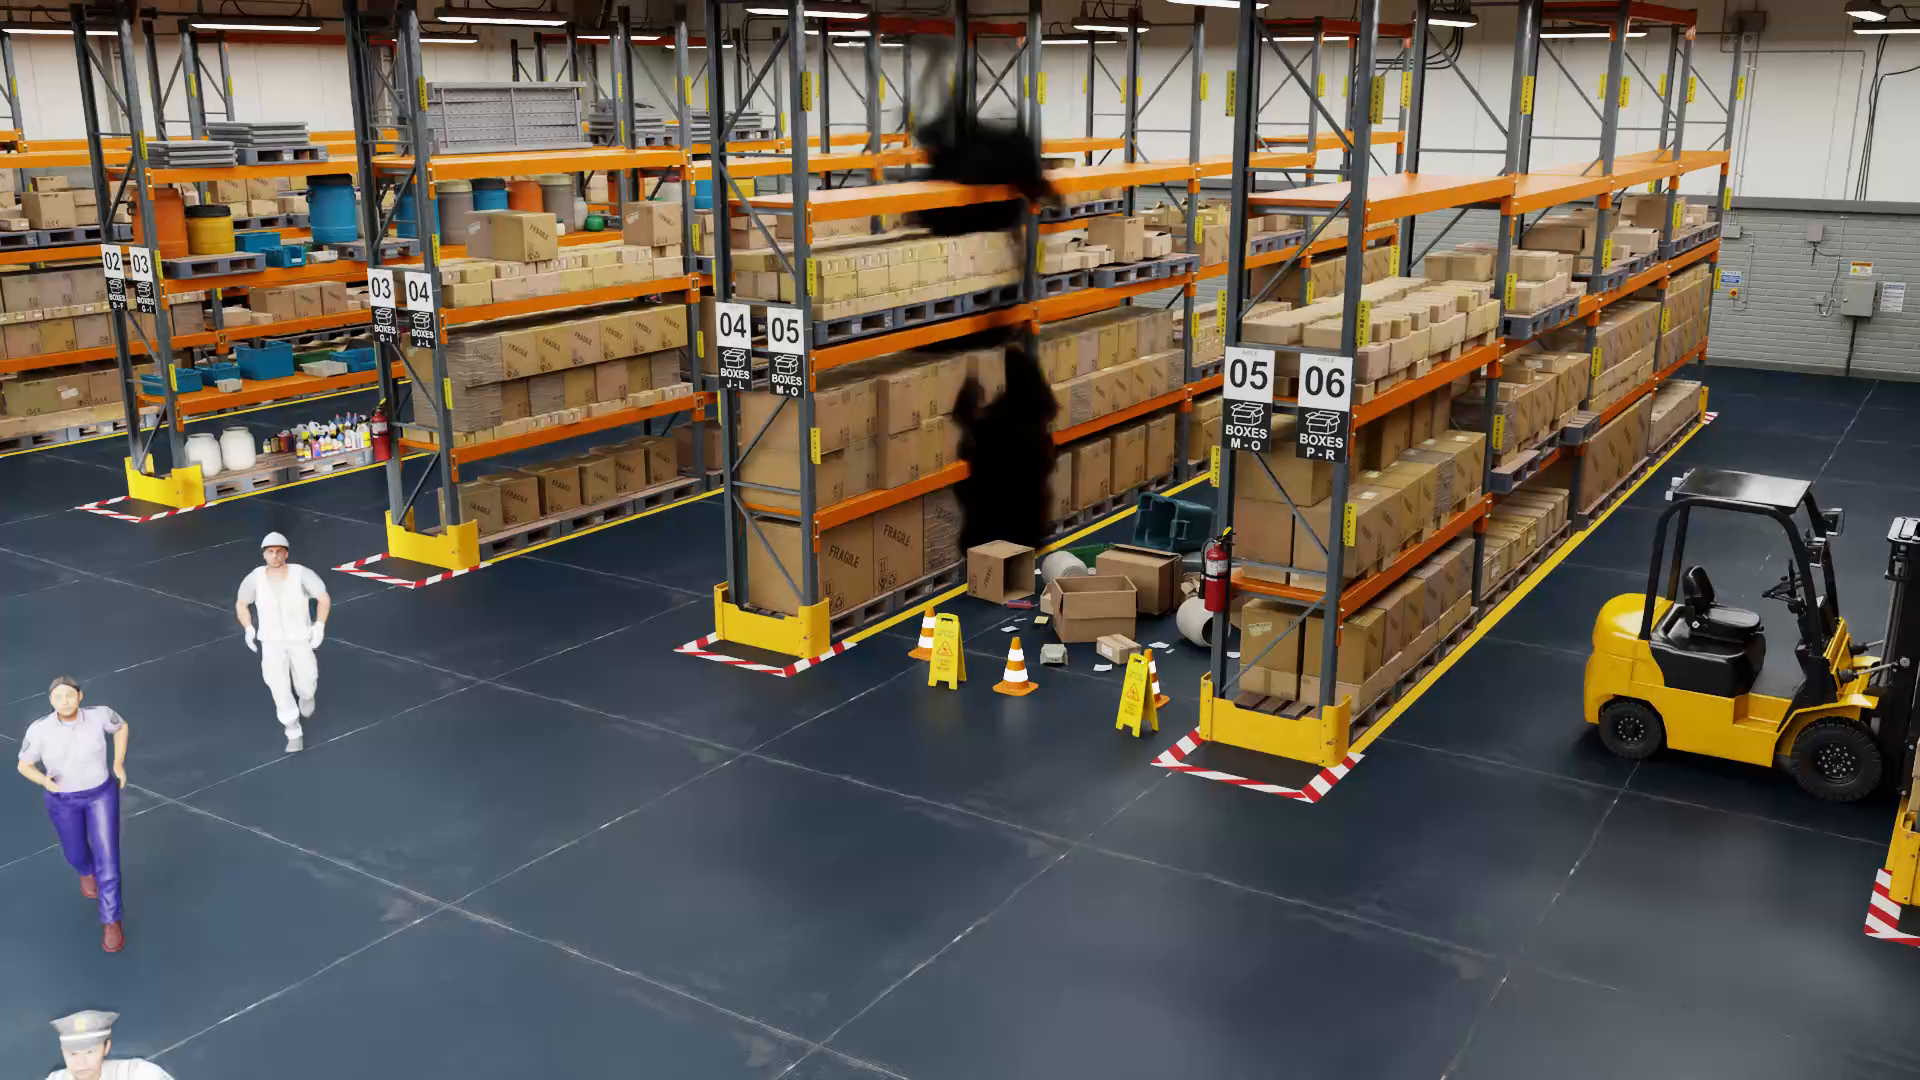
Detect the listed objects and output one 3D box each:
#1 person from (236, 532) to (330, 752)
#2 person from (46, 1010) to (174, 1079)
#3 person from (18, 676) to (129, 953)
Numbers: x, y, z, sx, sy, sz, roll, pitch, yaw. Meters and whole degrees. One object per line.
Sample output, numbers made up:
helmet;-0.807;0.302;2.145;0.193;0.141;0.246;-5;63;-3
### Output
person;-5.335;0.777;13.167;0.698;1.747;0.673;-5;16;-17
person;-3.443;2.610;6.778;0.652;1.654;0.557;-5;16;-19
person;-5.437;1.621;10.290;0.610;1.658;0.937;-7;17;-24
